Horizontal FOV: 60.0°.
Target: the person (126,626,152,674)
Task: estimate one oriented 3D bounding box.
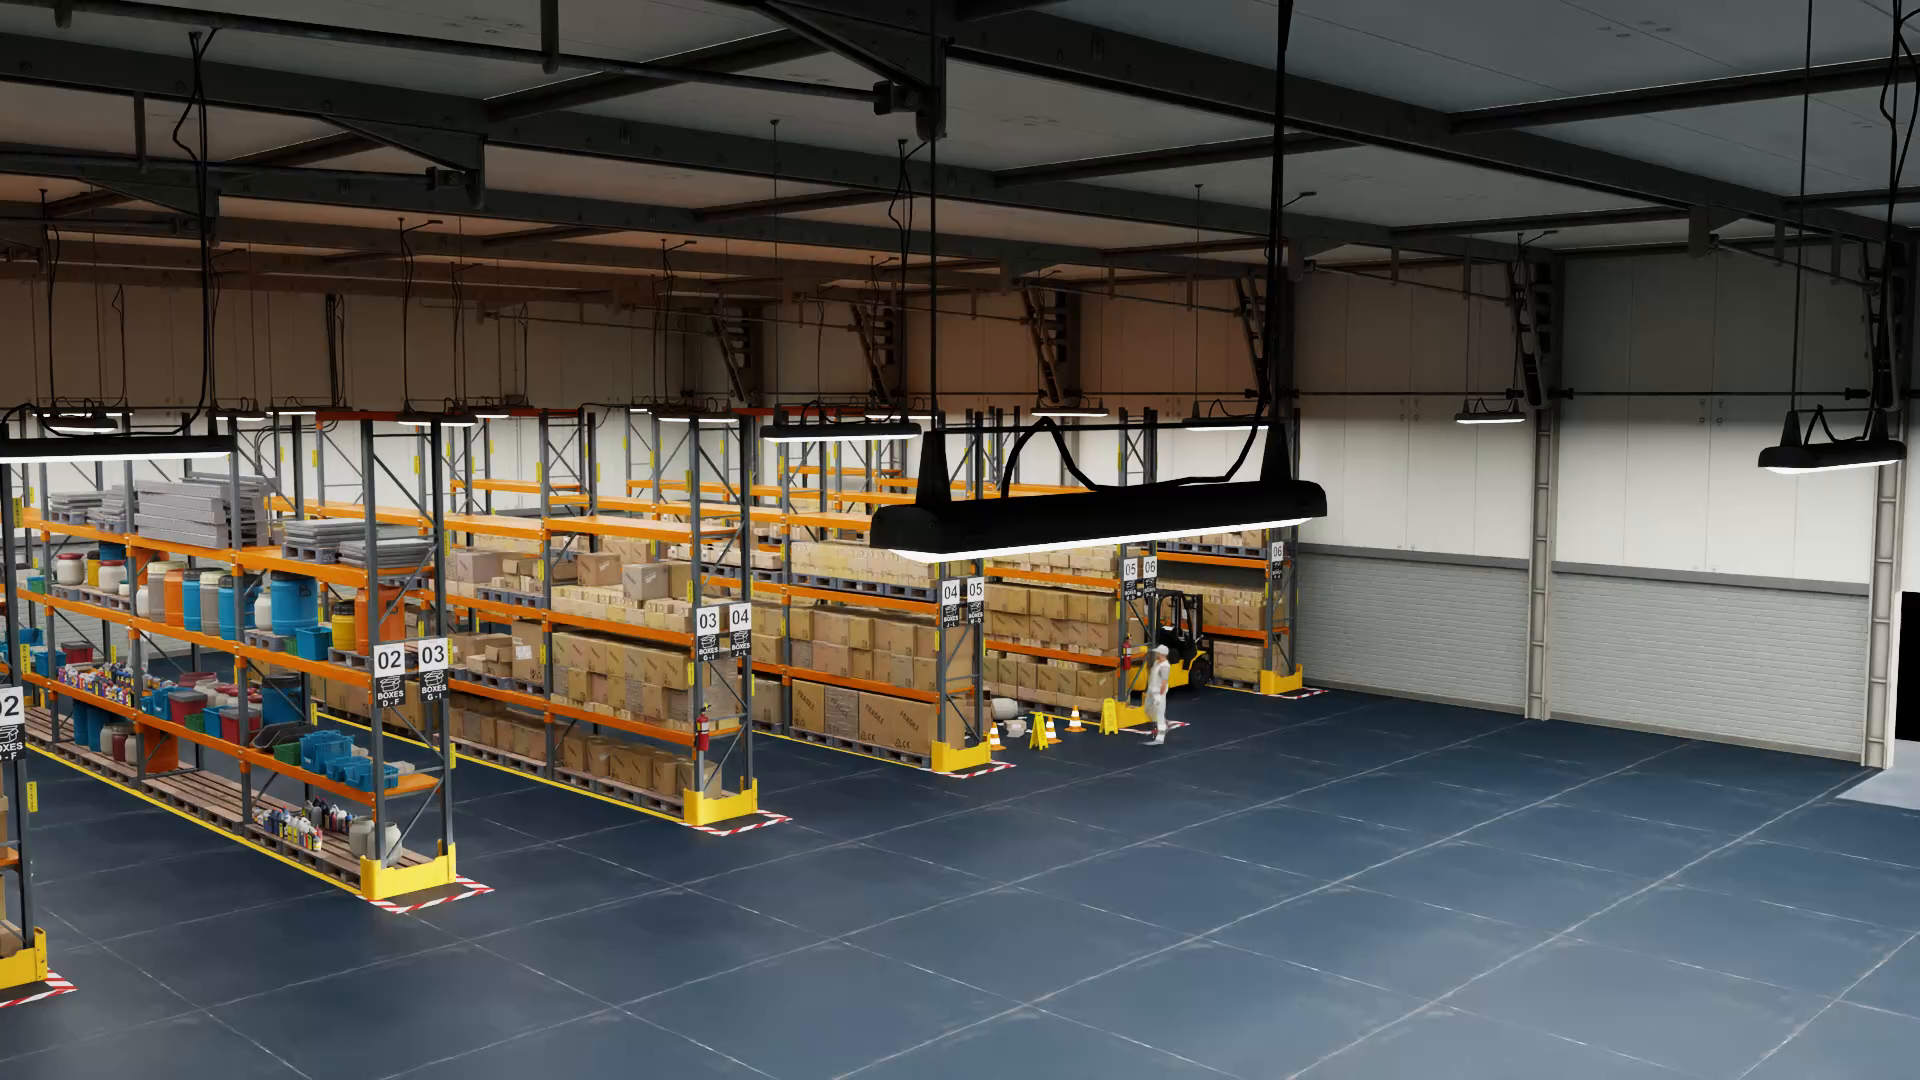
[{"bbox_3d":[-18.153,2.258,36.663,0.588,1.672,0.383,-5,7,-44],"label":"person"}]

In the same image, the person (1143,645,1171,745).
[{"bbox_3d":[3.556,2.771,30.039,0.519,1.784,0.635,-2,5,-22],"label":"person"}]
